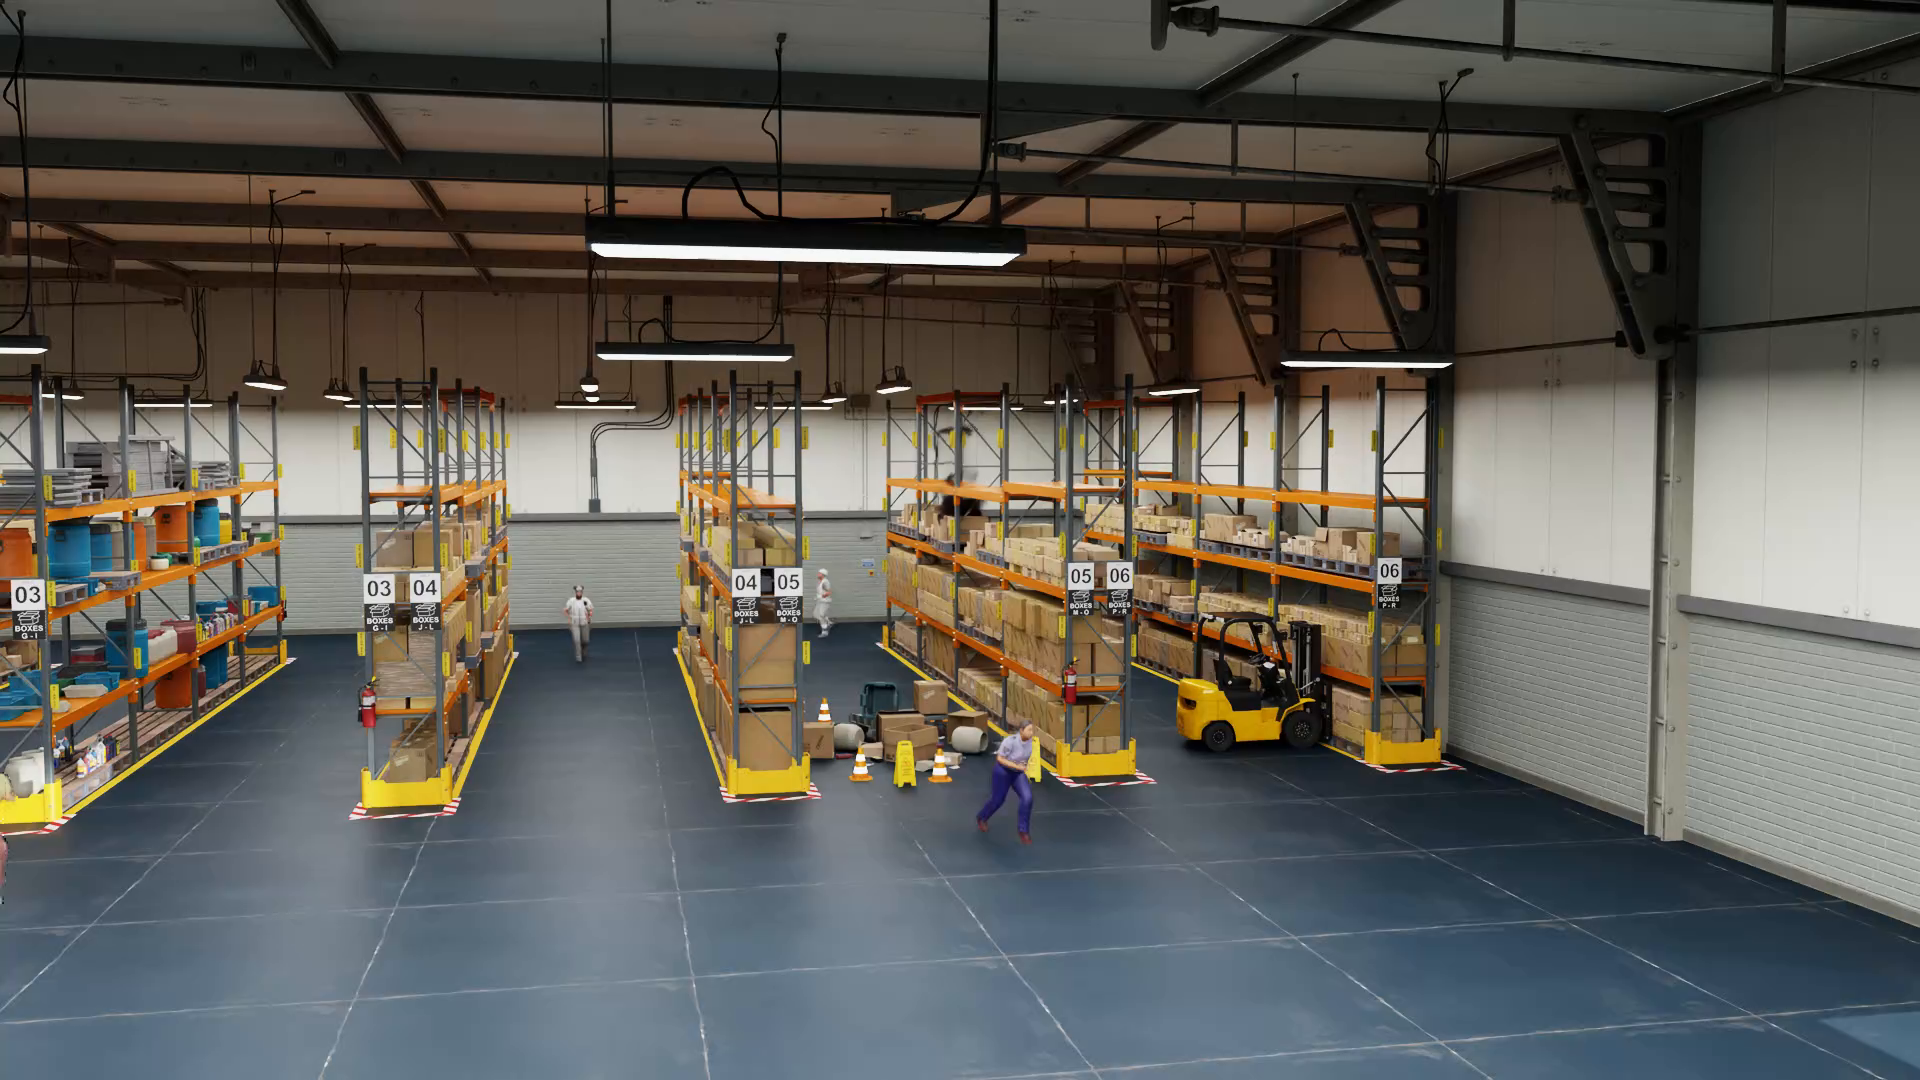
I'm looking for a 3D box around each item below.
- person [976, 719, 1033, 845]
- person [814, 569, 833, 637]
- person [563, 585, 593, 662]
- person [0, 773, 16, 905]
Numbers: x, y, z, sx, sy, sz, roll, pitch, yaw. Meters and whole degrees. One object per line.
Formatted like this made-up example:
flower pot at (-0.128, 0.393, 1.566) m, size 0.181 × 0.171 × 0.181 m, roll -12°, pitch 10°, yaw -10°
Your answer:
person at (0.581, 3.007, 20.918) m, size 0.649 × 1.612 × 0.958 m, roll -3°, pitch 5°, yaw -44°
person at (-3.483, 1.606, 42.463) m, size 0.629 × 1.751 × 0.644 m, roll -2°, pitch 4°, yaw -27°
person at (-8.662, 1.882, 37.795) m, size 0.668 × 1.737 × 0.721 m, roll -1°, pitch 4°, yaw -18°
person at (-10.549, 3.101, 17.939) m, size 0.793 × 1.664 × 0.603 m, roll 1°, pitch 4°, yaw 17°
